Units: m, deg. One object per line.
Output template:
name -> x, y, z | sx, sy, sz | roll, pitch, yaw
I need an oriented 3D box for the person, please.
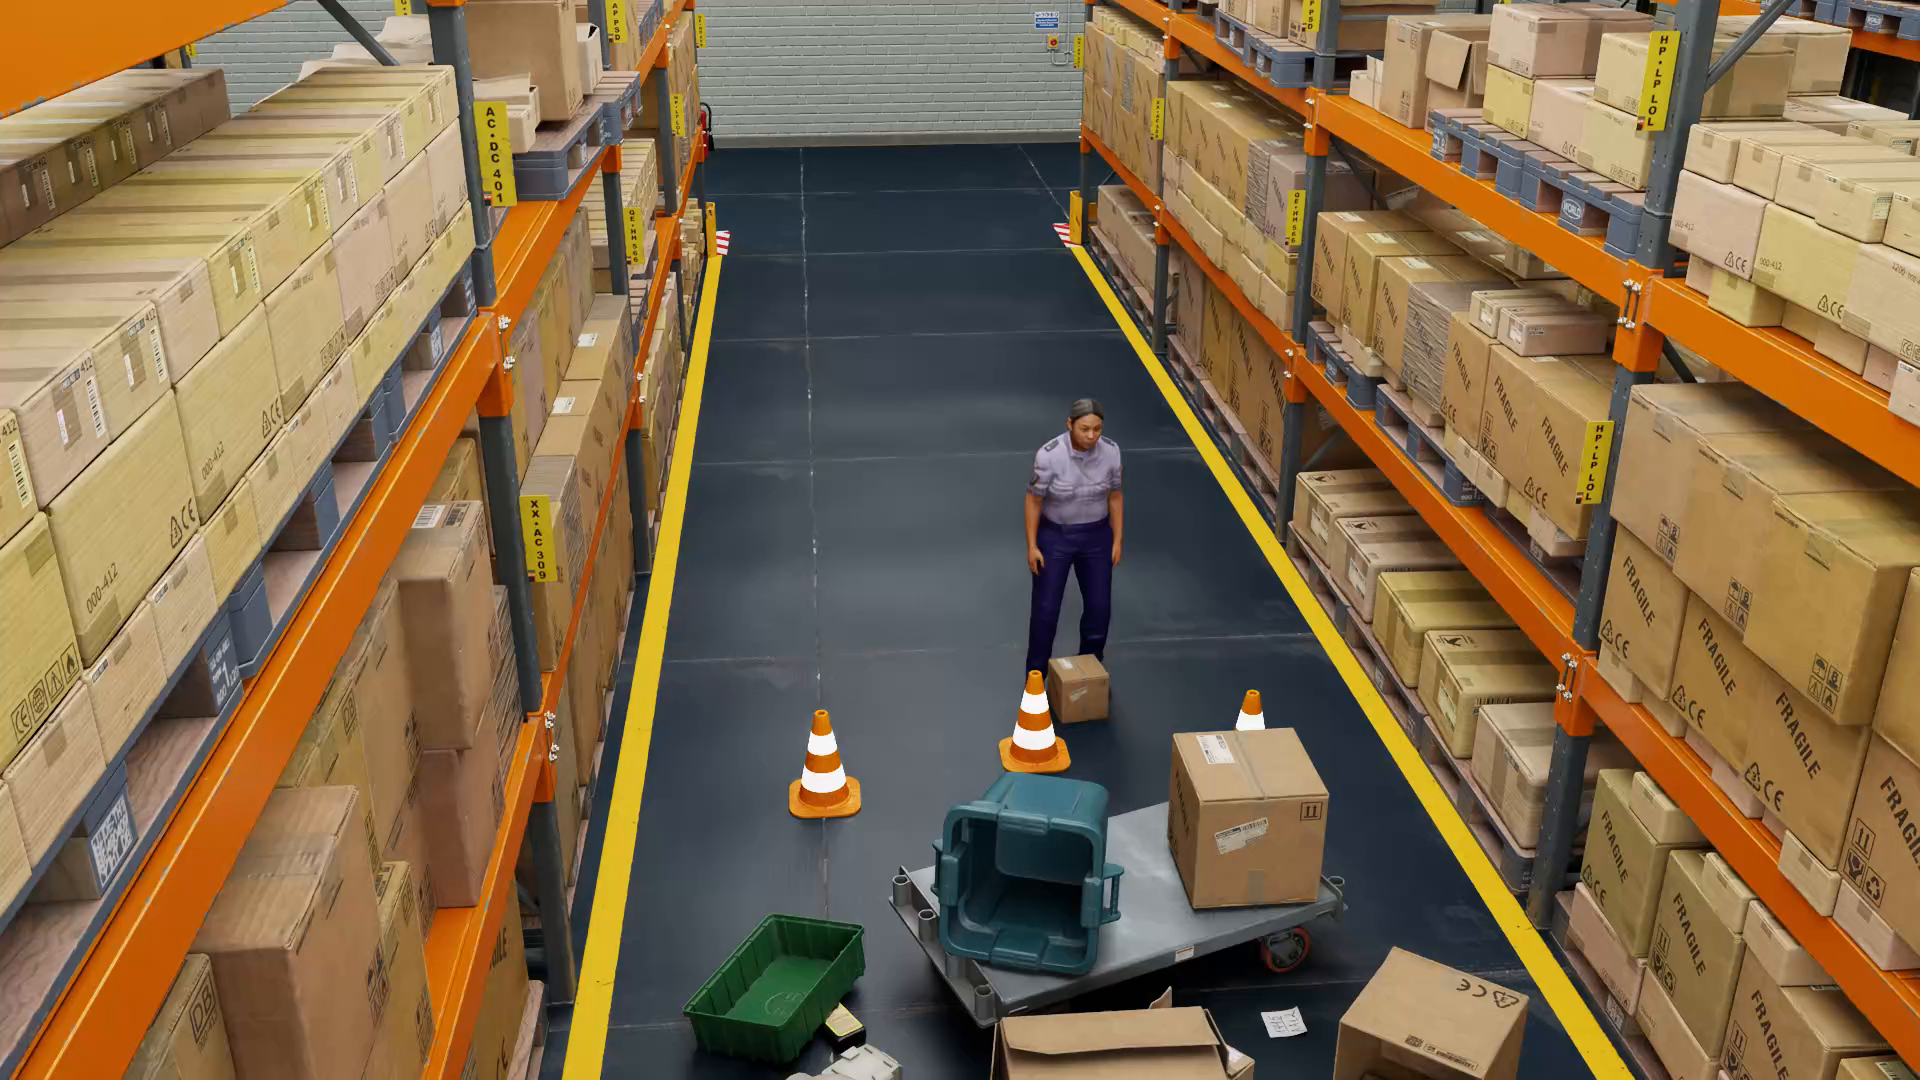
person -> 0.578, 0.035, 8.532 | 0.547, 1.650, 0.374 | -5, 24, -11
